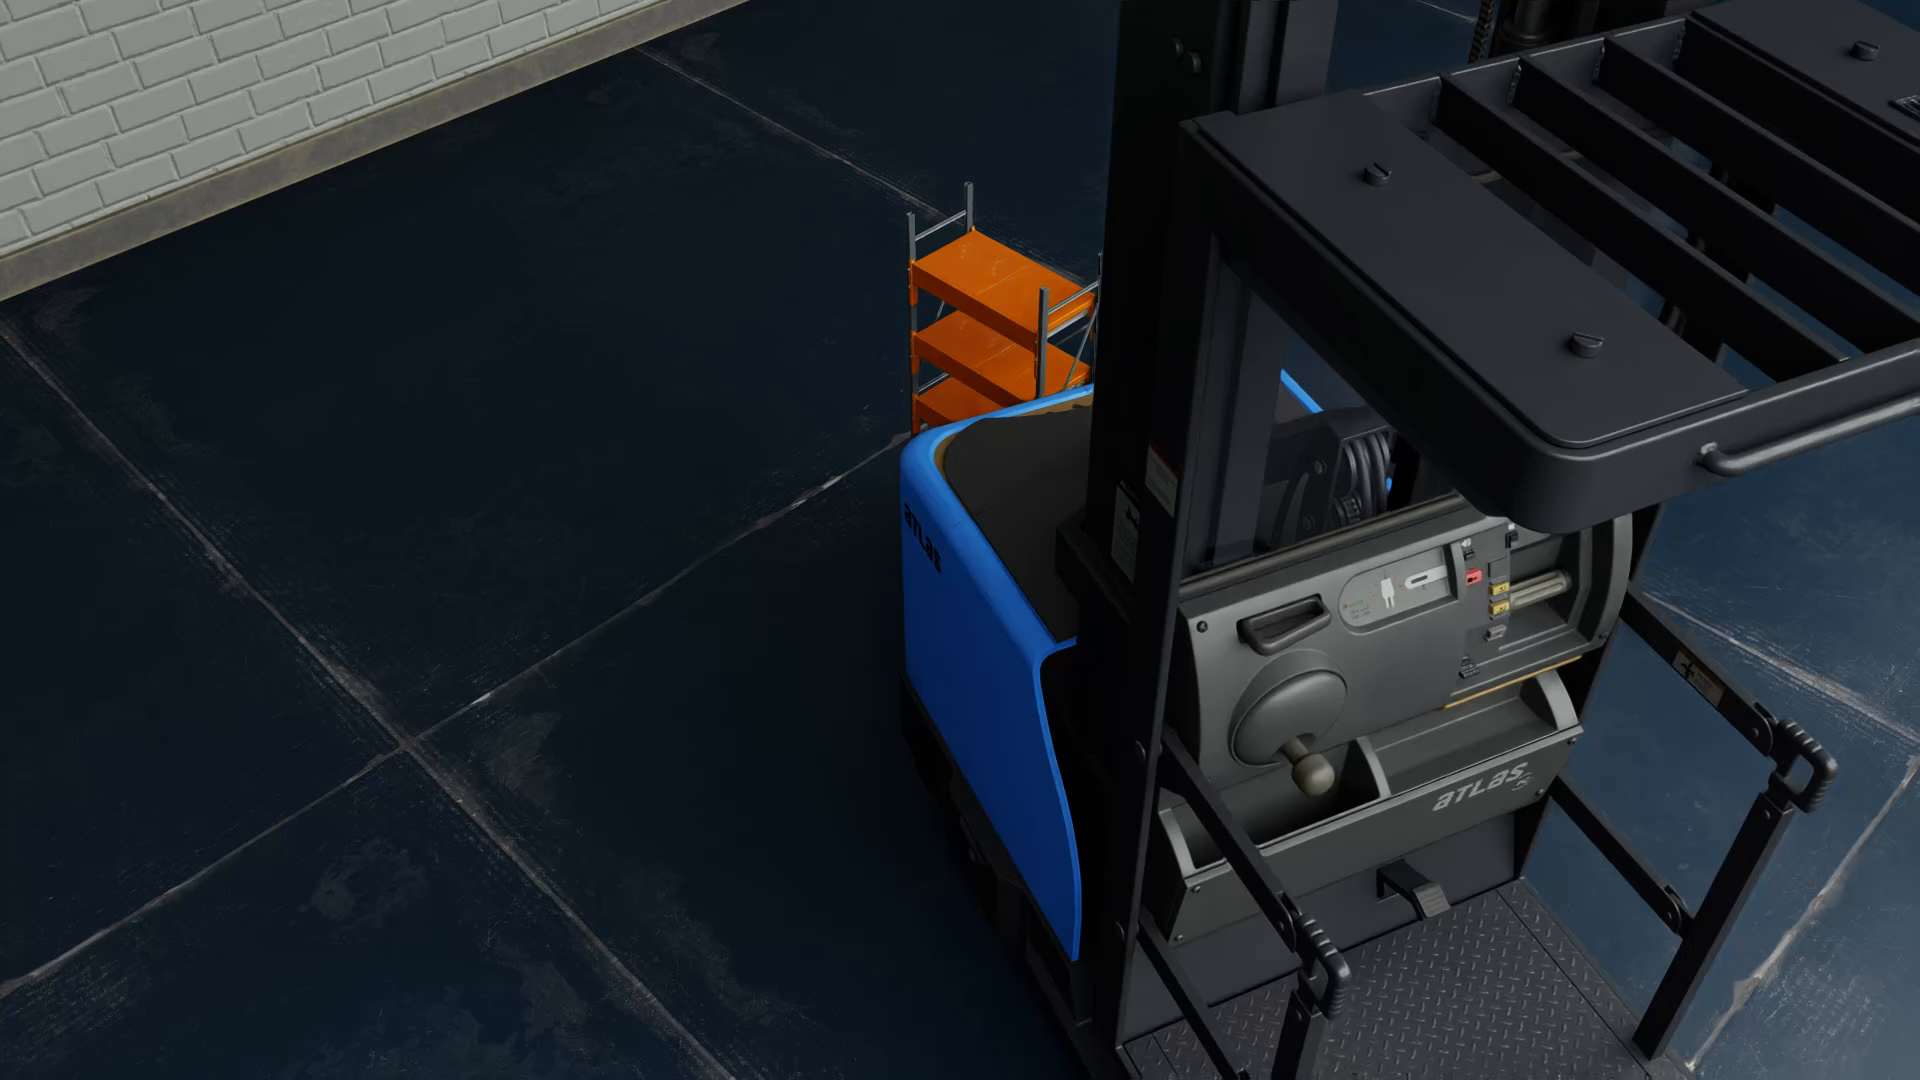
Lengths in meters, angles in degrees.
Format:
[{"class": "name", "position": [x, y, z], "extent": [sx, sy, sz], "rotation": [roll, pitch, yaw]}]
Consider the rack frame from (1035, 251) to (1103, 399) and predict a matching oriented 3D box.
[{"class": "rack frame", "position": [0.289, -0.244, 4.630], "extent": [0.240, 1.200, 0.015], "rotation": [-34, 53, -31]}]

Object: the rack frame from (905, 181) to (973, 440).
[{"class": "rack frame", "position": [-0.055, -0.478, 4.884], "extent": [0.240, 1.200, 0.015], "rotation": [-34, 53, -31]}]

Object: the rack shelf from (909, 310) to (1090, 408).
[{"class": "rack shelf", "position": [0.117, -0.476, 4.651], "extent": [0.258, 0.148, 0.480], "rotation": [-34, 53, -31]}]

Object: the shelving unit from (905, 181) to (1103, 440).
[{"class": "shelving unit", "position": [0.117, -0.361, 4.757], "extent": [0.258, 1.200, 0.503], "rotation": [-34, 53, -31]}]

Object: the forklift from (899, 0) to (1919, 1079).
[{"class": "forklift", "position": [0.905, 0.245, 2.825], "extent": [1.130, 2.935, 3.031], "rotation": [-17, 45, -18]}]

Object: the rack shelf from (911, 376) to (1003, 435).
[{"class": "rack shelf", "position": [0.117, -0.312, 4.802], "extent": [0.258, 0.148, 0.480], "rotation": [-34, 53, -31]}]

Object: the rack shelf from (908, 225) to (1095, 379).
[{"class": "rack shelf", "position": [0.117, -0.650, 4.490], "extent": [0.258, 0.148, 0.480], "rotation": [-34, 53, -31]}]
